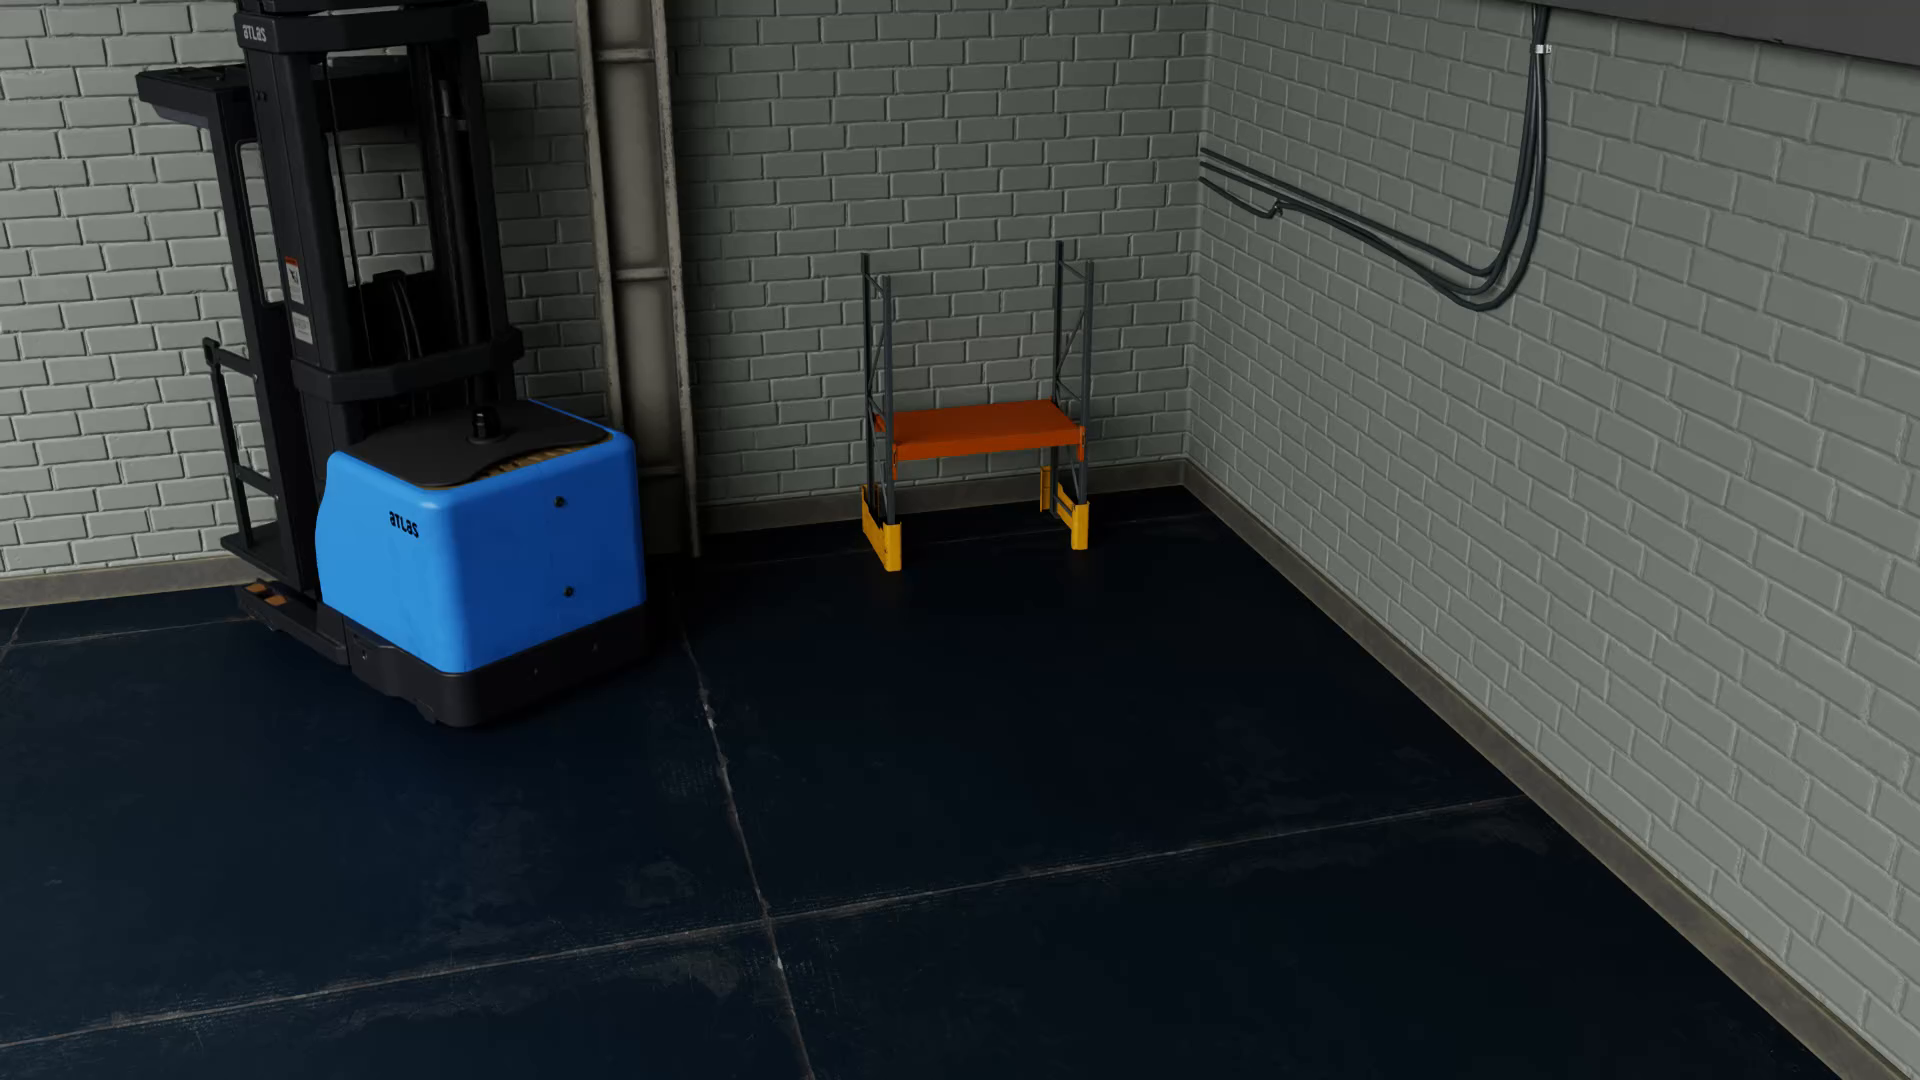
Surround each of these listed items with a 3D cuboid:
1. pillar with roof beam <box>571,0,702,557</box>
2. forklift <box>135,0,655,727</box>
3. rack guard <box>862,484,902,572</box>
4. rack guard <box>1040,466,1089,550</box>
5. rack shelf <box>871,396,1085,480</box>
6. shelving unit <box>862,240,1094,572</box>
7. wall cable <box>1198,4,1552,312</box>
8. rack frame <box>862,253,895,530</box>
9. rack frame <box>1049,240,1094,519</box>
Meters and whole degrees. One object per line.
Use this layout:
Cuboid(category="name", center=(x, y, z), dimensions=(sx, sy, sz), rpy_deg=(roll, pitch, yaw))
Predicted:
Cuboid(category="pillar with roof beam", center=(-0.397, -2.455, 3.060), dimensions=(0.400, 9.000, 9.100), rpy_deg=(-6, 24, -14))
Cuboid(category="forklift", center=(-2.790, -1.056, 7.494), dimensions=(3.031, 2.935, 1.130), rpy_deg=(20, 30, 39))
Cuboid(category="rack guard", center=(-0.406, -0.070, 8.596), dimensions=(0.087, 0.250, 0.587), rpy_deg=(-6, 24, -14))
Cuboid(category="rack guard", center=(0.553, -0.176, 8.843), dimensions=(0.087, 0.250, 0.587), rpy_deg=(-6, 24, -14))
Cuboid(category="rack shelf", center=(0.082, -0.533, 8.546), dimensions=(1.000, 0.185, 0.538), rpy_deg=(-6, 24, -14))
Cuboid(category="shelving unit", center=(0.073, -0.697, 8.473), dimensions=(1.083, 1.500, 0.587), rpy_deg=(-6, 24, -14))
Cuboid(category="wall cable", center=(1.634, -2.475, 7.043), dimensions=(0.112, 2.526, 3.097), rpy_deg=(-6, 24, -14))
Cuboid(category="rack frame", center=(-0.407, -0.644, 8.349), dimensions=(0.032, 1.500, 0.500), rpy_deg=(-6, 24, -14))
Cuboid(category="rack frame", center=(0.572, -0.752, 8.602), dimensions=(0.032, 1.500, 0.500), rpy_deg=(-6, 24, -14))
